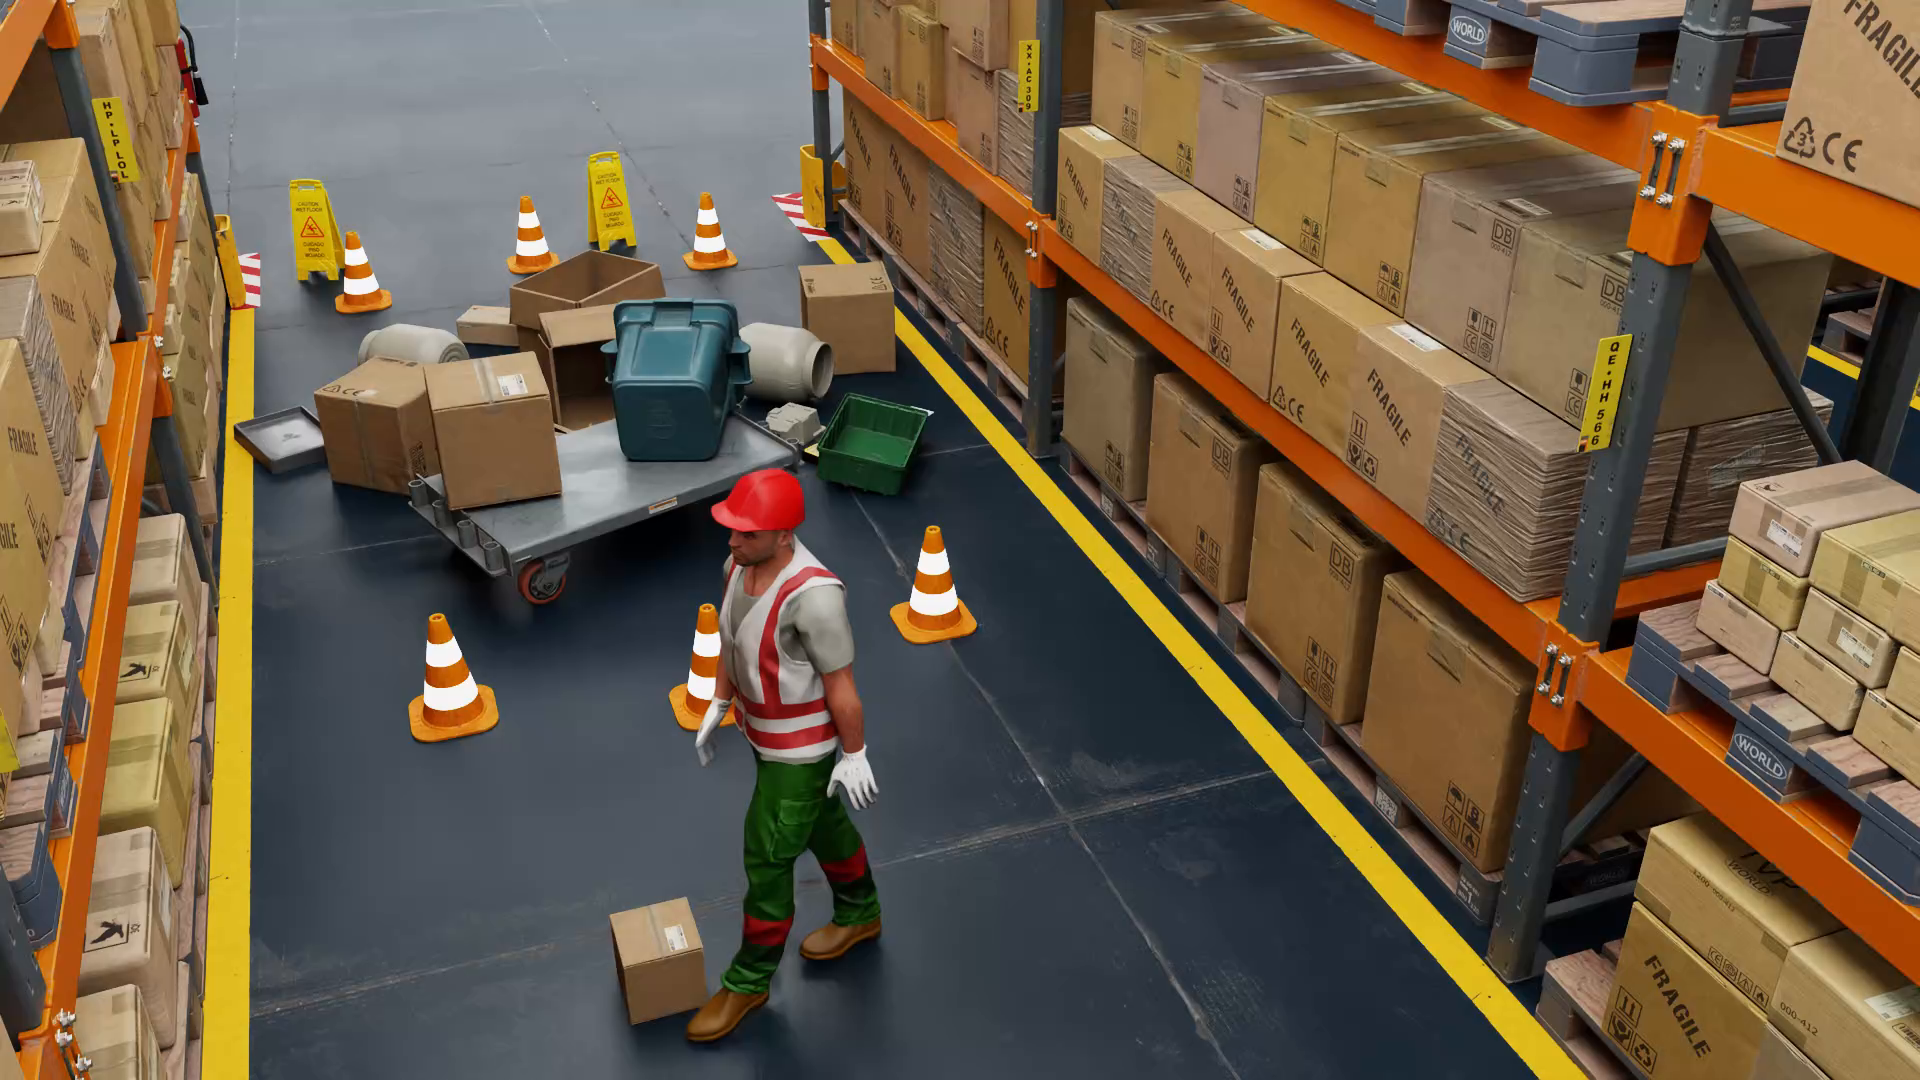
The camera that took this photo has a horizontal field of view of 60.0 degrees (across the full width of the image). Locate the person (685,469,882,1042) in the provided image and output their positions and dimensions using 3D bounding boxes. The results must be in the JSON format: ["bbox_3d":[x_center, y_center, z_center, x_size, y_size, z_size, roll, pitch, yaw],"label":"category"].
[{"bbox_3d":[-0.602,0.608,4.997,0.755,1.772,0.588,-15,33,-25],"label":"person"}]
